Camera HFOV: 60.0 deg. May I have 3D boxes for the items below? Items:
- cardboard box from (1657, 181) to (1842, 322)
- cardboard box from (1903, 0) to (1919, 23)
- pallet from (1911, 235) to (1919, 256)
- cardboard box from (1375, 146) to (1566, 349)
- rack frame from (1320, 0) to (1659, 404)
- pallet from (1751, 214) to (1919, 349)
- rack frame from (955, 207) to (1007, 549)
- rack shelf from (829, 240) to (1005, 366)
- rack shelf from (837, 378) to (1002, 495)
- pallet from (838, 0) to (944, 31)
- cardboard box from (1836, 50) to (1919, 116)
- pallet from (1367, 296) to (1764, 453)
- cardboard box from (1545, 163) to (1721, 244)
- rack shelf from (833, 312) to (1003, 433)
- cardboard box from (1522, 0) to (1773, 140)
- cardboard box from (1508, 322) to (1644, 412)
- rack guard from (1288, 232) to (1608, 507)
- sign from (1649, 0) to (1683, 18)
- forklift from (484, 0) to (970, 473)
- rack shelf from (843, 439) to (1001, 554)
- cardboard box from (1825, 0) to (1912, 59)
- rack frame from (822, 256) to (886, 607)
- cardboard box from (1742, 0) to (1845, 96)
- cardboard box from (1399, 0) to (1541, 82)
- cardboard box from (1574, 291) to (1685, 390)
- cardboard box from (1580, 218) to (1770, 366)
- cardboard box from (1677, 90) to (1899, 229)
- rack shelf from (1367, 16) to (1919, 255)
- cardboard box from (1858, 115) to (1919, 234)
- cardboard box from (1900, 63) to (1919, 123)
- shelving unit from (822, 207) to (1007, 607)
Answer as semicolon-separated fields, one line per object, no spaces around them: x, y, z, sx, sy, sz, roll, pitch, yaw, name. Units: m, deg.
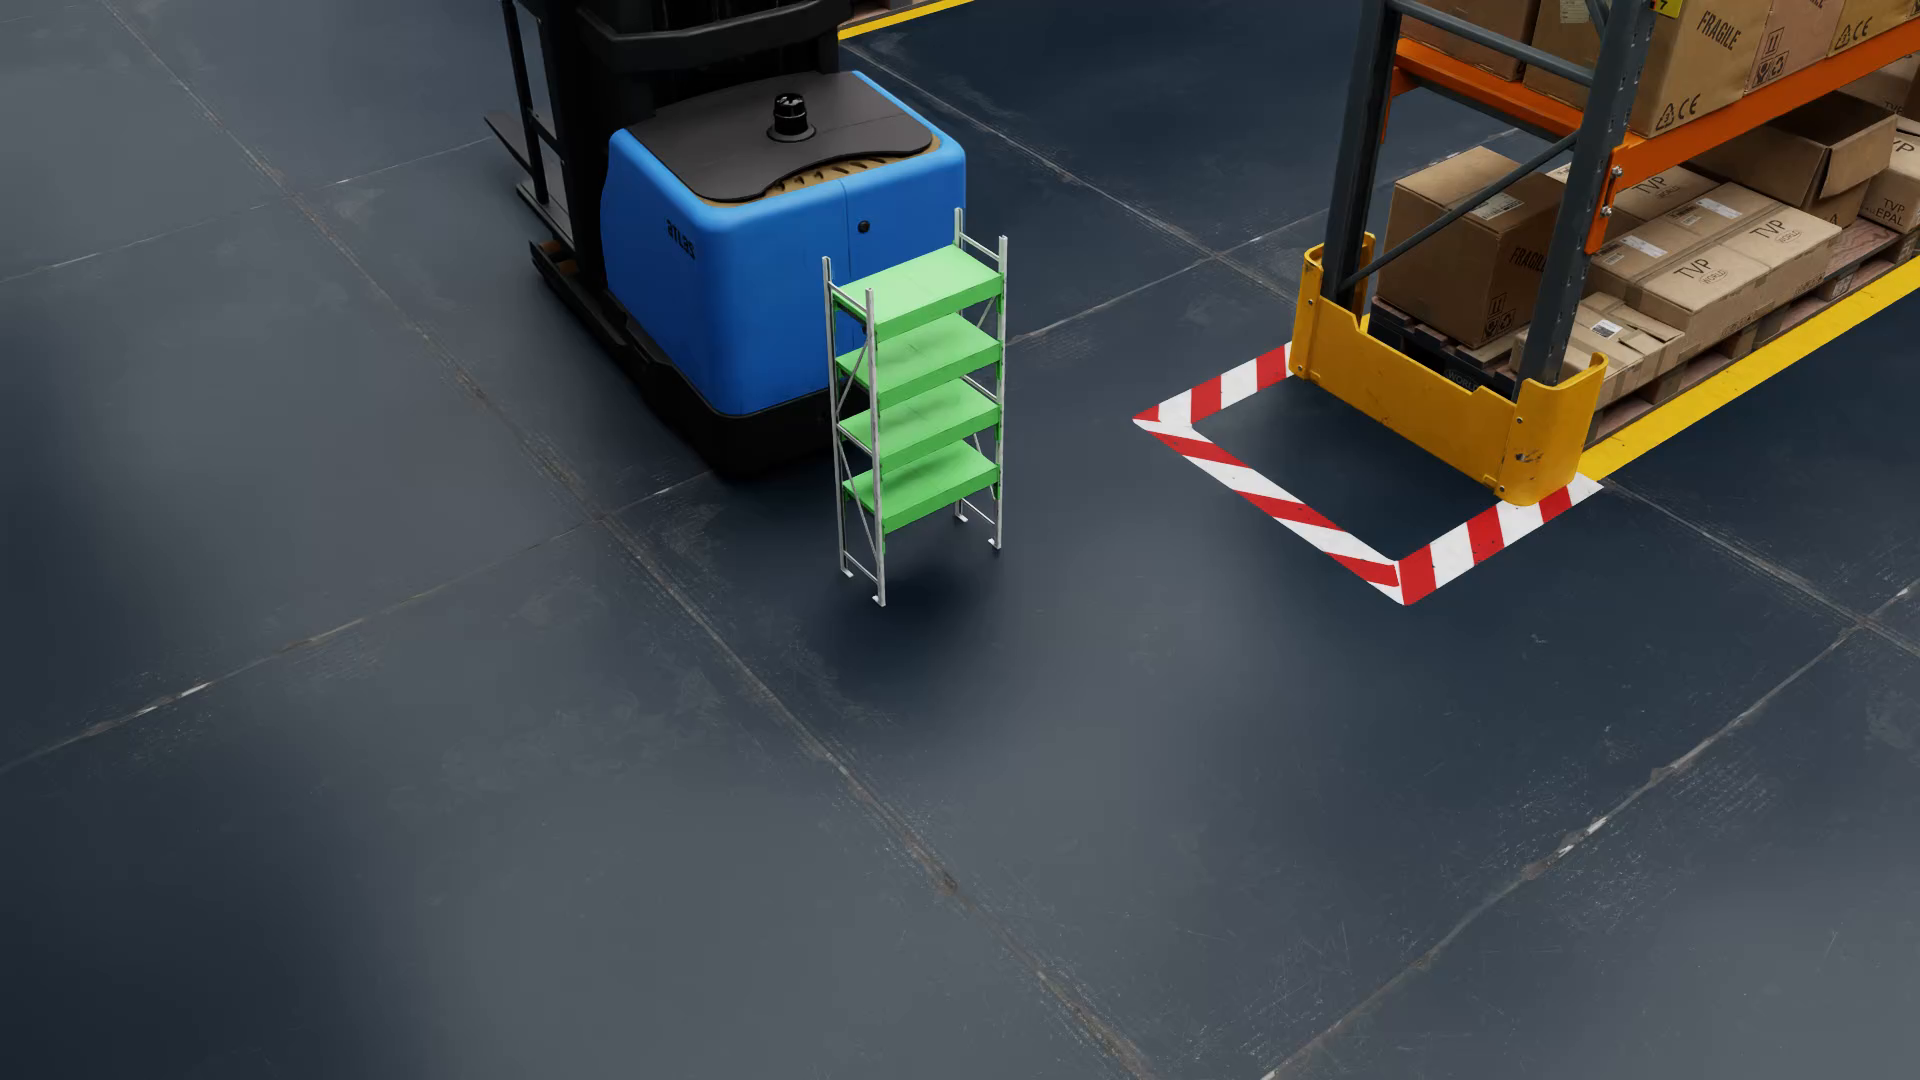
3.102;-1.153;6.612;0.500;0.250;0.500;-26;46;-28;cardboard box
3.421;-2.257;6.057;0.500;0.500;0.500;-25;46;-28;cardboard box
4.332;-1.795;7.772;1.213;0.211;1.003;-26;46;-28;pallet
1.986;-1.130;6.387;0.500;0.500;0.500;-26;46;-28;cardboard box
1.705;-1.592;5.326;0.127;3.000;1.000;-26;46;-28;rack frame
3.364;-1.321;7.194;1.213;0.211;1.003;-26;46;-28;pallet
0.062;-0.494;5.406;0.015;1.200;0.240;-26;46;-28;rack frame
-0.131;-0.722;5.028;0.480;0.148;0.258;-26;46;-28;rack shelf
-0.131;-0.351;5.332;0.480;0.148;0.258;-26;46;-28;rack shelf
-0.633;-3.306;9.614;1.213;0.211;1.003;-26;46;-28;pallet
4.412;-2.215;7.859;0.500;0.311;0.500;-26;46;-28;cardboard box
2.397;-0.852;6.623;1.213;0.211;1.003;-26;46;-28;pallet
2.758;-1.386;6.895;0.500;0.250;0.500;-26;46;-28;cardboard box
-0.131;-0.536;5.180;0.480;0.148;0.258;-26;46;-28;rack shelf
2.218;-1.670;5.342;0.500;0.500;0.500;-25;46;-27;cardboard box
2.247;-0.649;6.077;0.250;0.149;0.380;-26;46;-28;cardboard box
1.766;-0.655;6.155;0.348;0.500;1.175;-26;46;-28;rack guard
2.036;-1.654;4.719;0.005;0.325;0.100;-26;46;-28;sign
-1.168;-2.282;6.221;1.130;2.935;3.031;-22;44;-24;forklift
-0.131;-0.165;5.484;0.480;0.148;0.258;-26;46;-28;rack shelf
3.023;-2.065;5.823;0.500;0.500;0.500;-26;46;-28;cardboard box
-0.325;-0.306;5.177;0.015;1.200;0.240;-26;46;-28;rack frame
2.624;-1.872;5.588;0.500;0.500;0.500;-26;46;-28;cardboard box
1.895;-1.941;5.672;0.500;0.500;0.500;-25;45;-27;cardboard box
2.445;-0.753;6.190;0.250;0.166;0.380;-26;46;-28;cardboard box
2.706;-0.960;6.377;0.500;0.250;0.500;-26;46;-28;cardboard box
3.390;-1.615;6.975;0.637;0.503;0.797;-26;46;-28;cardboard box
3.291;-2.087;6.497;4.000;0.370;1.077;-26;46;-28;rack shelf
4.003;-1.616;7.128;0.500;0.311;0.500;-26;46;-28;cardboard box
4.598;-1.979;7.422;0.500;0.500;0.500;-26;46;-28;cardboard box
-0.131;-0.400;5.291;0.503;1.200;0.258;-26;46;-28;shelving unit
